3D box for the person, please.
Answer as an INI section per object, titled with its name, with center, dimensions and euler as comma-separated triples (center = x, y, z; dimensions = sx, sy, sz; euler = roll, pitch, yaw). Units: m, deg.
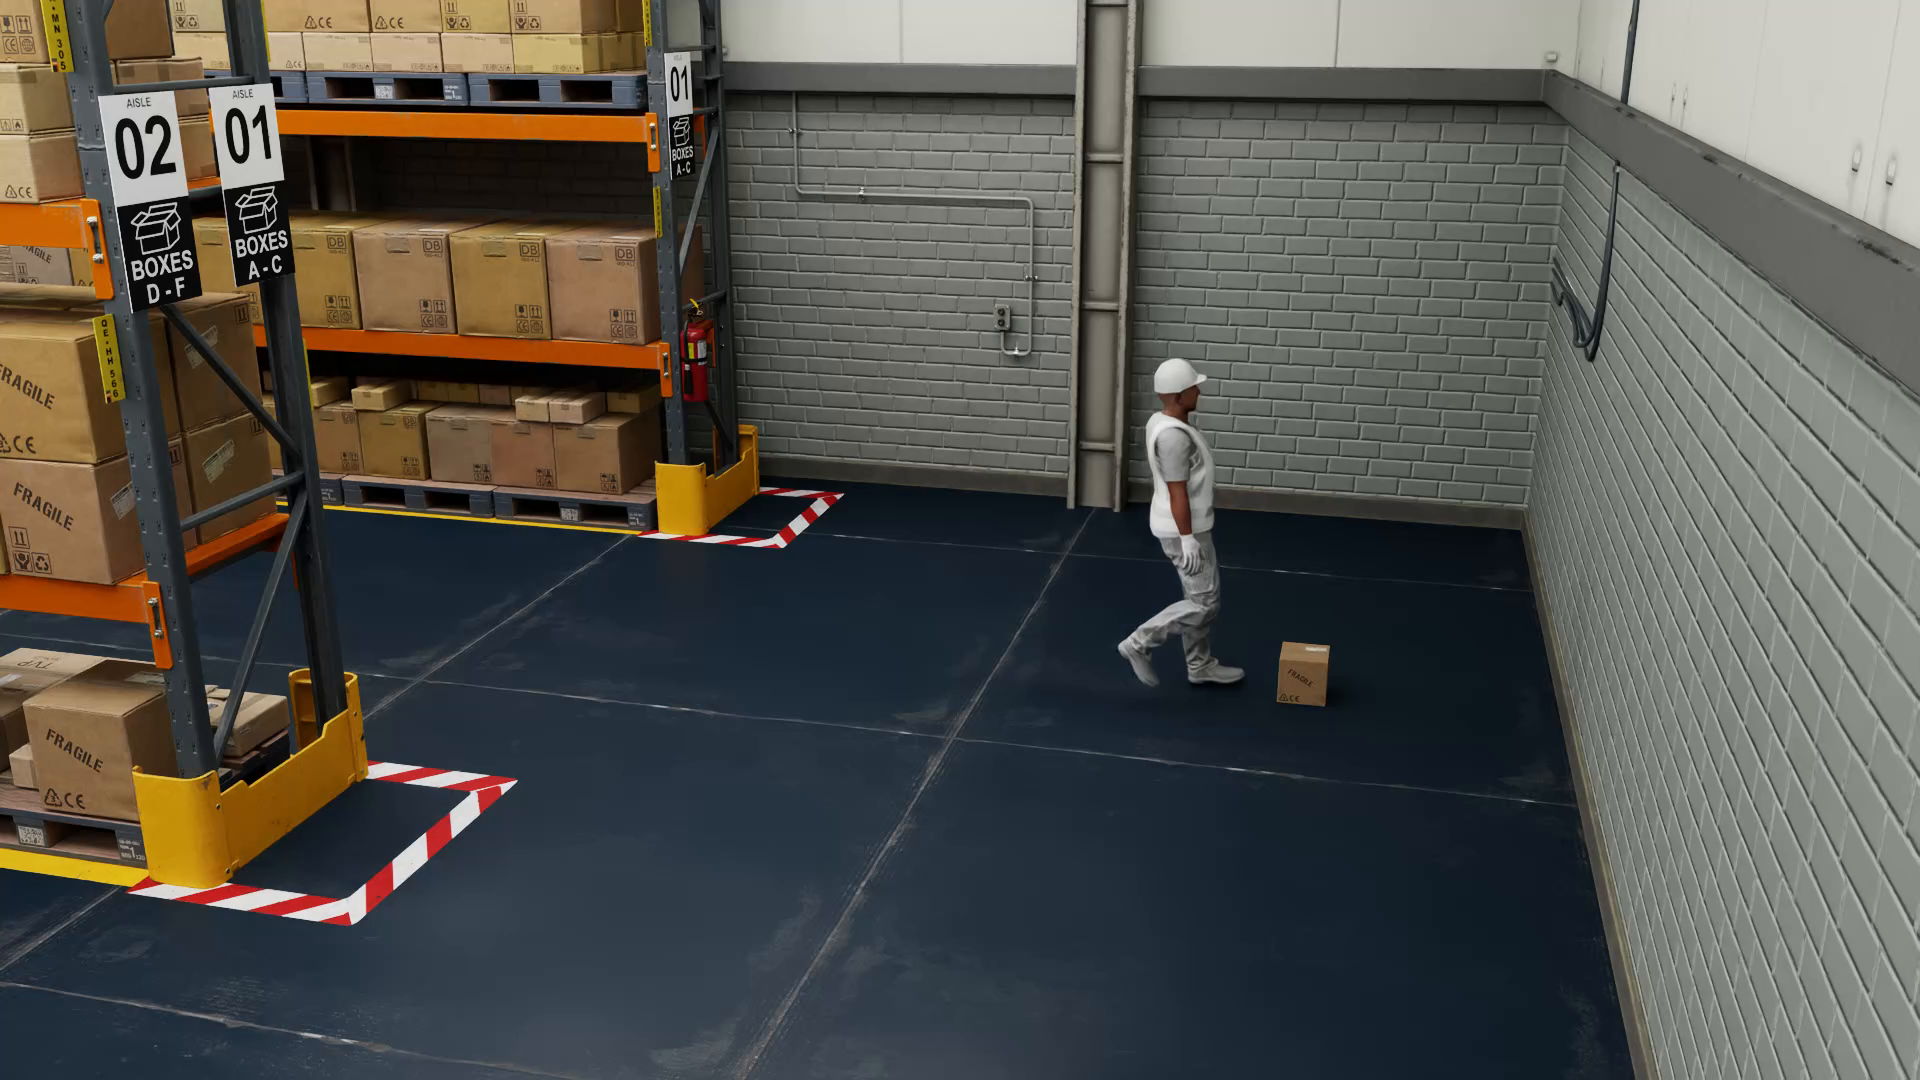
[person]
center = 1.185, -0.060, 8.634
dimensions = 0.697, 1.774, 0.592
euler = 1, 18, 3
